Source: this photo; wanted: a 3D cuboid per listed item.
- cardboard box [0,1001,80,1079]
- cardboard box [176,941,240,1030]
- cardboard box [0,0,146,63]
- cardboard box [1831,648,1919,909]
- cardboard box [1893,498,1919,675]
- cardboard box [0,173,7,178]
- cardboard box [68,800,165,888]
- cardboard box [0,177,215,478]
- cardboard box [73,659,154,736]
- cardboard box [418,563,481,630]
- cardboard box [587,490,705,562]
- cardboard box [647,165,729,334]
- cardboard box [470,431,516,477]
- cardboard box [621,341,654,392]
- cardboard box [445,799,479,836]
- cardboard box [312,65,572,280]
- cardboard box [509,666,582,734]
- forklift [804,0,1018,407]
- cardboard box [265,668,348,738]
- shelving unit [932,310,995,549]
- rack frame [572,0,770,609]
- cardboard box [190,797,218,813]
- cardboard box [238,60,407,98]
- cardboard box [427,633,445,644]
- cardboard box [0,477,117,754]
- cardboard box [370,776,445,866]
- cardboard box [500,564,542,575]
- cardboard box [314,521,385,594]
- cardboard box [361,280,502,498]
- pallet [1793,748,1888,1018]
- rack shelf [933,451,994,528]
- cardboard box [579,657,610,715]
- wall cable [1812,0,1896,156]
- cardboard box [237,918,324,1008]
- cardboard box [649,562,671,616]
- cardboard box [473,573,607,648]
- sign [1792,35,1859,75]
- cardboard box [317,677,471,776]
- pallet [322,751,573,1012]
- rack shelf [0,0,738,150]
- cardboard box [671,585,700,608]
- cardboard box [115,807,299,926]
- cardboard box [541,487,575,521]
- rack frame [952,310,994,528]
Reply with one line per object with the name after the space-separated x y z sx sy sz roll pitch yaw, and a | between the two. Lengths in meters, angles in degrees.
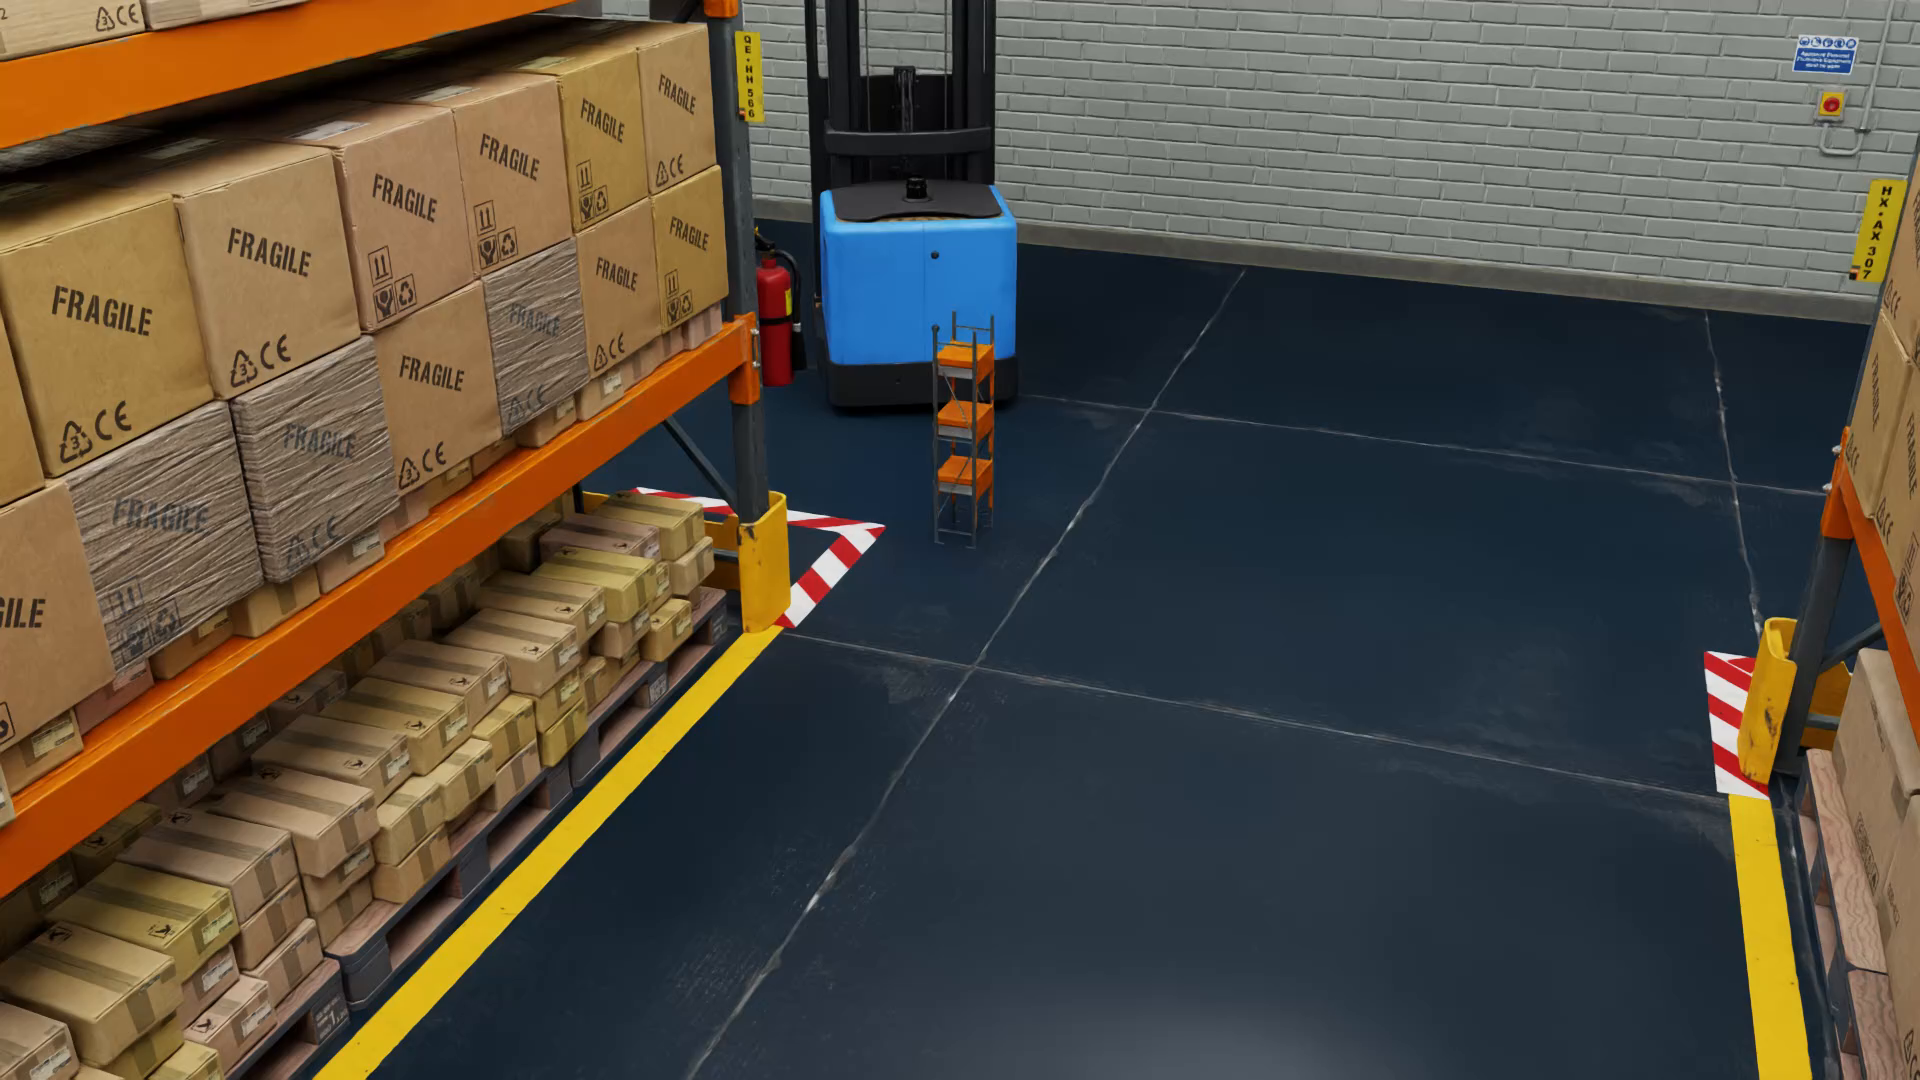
-2.316 1.219 3.896 0.380 0.149 0.250 10 28 20 | cardboard box
-2.157 1.140 4.402 0.380 0.149 0.250 9 27 17 | cardboard box
-2.065 -1.137 3.386 0.500 0.250 0.500 8 27 17 | cardboard box
3.282 0.787 5.141 0.875 0.438 0.875 8 27 16 | cardboard box
2.648 0.066 4.057 0.500 0.500 0.500 9 27 17 | cardboard box
-2.557 -0.570 3.881 0.500 0.500 0.500 8 27 16 | cardboard box
-2.469 0.838 4.685 0.380 0.149 0.250 10 27 19 | cardboard box
-2.088 -0.490 3.716 0.500 0.500 0.500 8 27 16 | cardboard box
-2.168 0.315 3.946 0.380 0.149 0.250 8 27 15 | cardboard box
-1.977 0.183 6.037 0.380 0.149 0.250 7 27 15 | cardboard box
-1.232 -0.058 6.536 0.380 0.149 0.250 9 27 18 | cardboard box
-1.201 -1.096 6.116 0.500 0.500 0.500 9 27 18 | cardboard box
-1.648 -0.335 5.287 0.380 0.149 0.250 8 27 15 | cardboard box
-1.324 -0.649 5.937 0.380 0.149 0.250 8 27 17 | cardboard box
-1.793 0.838 5.367 0.380 0.149 0.250 10 27 19 | cardboard box
-1.545 -1.121 5.019 0.500 0.500 0.500 10 28 20 | cardboard box
-1.533 0.508 5.707 0.380 0.149 0.250 9 27 18 | cardboard box
-0.369 -2.659 9.878 1.130 2.935 3.031 -3 26 -6 | forklift
-2.202 0.514 5.353 0.380 0.149 0.250 9 27 18 | cardboard box
0.018 -0.495 7.567 0.215 1.050 0.252 9 27 17 | shelving unit
-1.295 -1.139 6.661 1.000 3.000 0.127 9 27 17 | rack frame
-2.427 0.867 4.965 0.380 0.149 0.250 9 27 19 | cardboard box
-2.050 -1.203 5.190 0.500 0.500 0.500 8 27 16 | cardboard box
-2.040 0.429 5.869 0.380 0.149 0.250 7 27 15 | cardboard box
-2.223 0.159 3.524 0.500 0.500 0.500 8 27 16 | cardboard box
-1.807 0.825 5.052 0.380 0.149 0.250 9 27 17 | cardboard box
-1.855 0.104 6.542 0.380 0.149 0.250 9 27 17 | cardboard box
-1.830 0.001 4.595 0.380 0.149 0.250 10 28 20 | cardboard box
-1.713 -0.472 4.827 0.500 0.500 0.500 10 28 20 | cardboard box
3.215 1.132 5.169 1.003 0.211 1.213 9 27 17 | pallet
0.018 -0.235 7.692 0.215 0.259 0.240 9 27 17 | rack shelf
-1.502 0.521 6.021 0.380 0.149 0.250 9 27 18 | cardboard box
5.261 -3.255 9.828 0.585 1.953 0.123 9 27 17 | wall cable
-2.042 1.165 4.691 0.380 0.149 0.250 8 27 16 | cardboard box
-1.339 0.179 6.386 0.380 0.149 0.250 8 27 16 | cardboard box
-1.482 0.259 5.881 0.380 0.149 0.250 8 27 15 | cardboard box
5.236 -2.937 10.064 0.327 0.218 0.001 9 27 17 | sign
-1.772 0.581 5.215 0.380 0.149 0.250 9 27 18 | cardboard box
-2.031 0.976 5.493 1.003 0.211 1.213 9 27 17 | pallet
-1.960 -1.344 4.466 1.077 0.370 4.000 9 27 17 | rack shelf
-1.273 0.202 6.681 0.380 0.149 0.250 9 27 18 | cardboard box
-2.065 0.893 4.570 0.380 0.149 0.250 8 27 16 | cardboard box
-1.789 -0.147 6.718 0.380 0.149 0.250 8 27 15 | cardboard box
0.058 -0.545 7.670 0.200 1.050 0.008 9 27 17 | rack frame
